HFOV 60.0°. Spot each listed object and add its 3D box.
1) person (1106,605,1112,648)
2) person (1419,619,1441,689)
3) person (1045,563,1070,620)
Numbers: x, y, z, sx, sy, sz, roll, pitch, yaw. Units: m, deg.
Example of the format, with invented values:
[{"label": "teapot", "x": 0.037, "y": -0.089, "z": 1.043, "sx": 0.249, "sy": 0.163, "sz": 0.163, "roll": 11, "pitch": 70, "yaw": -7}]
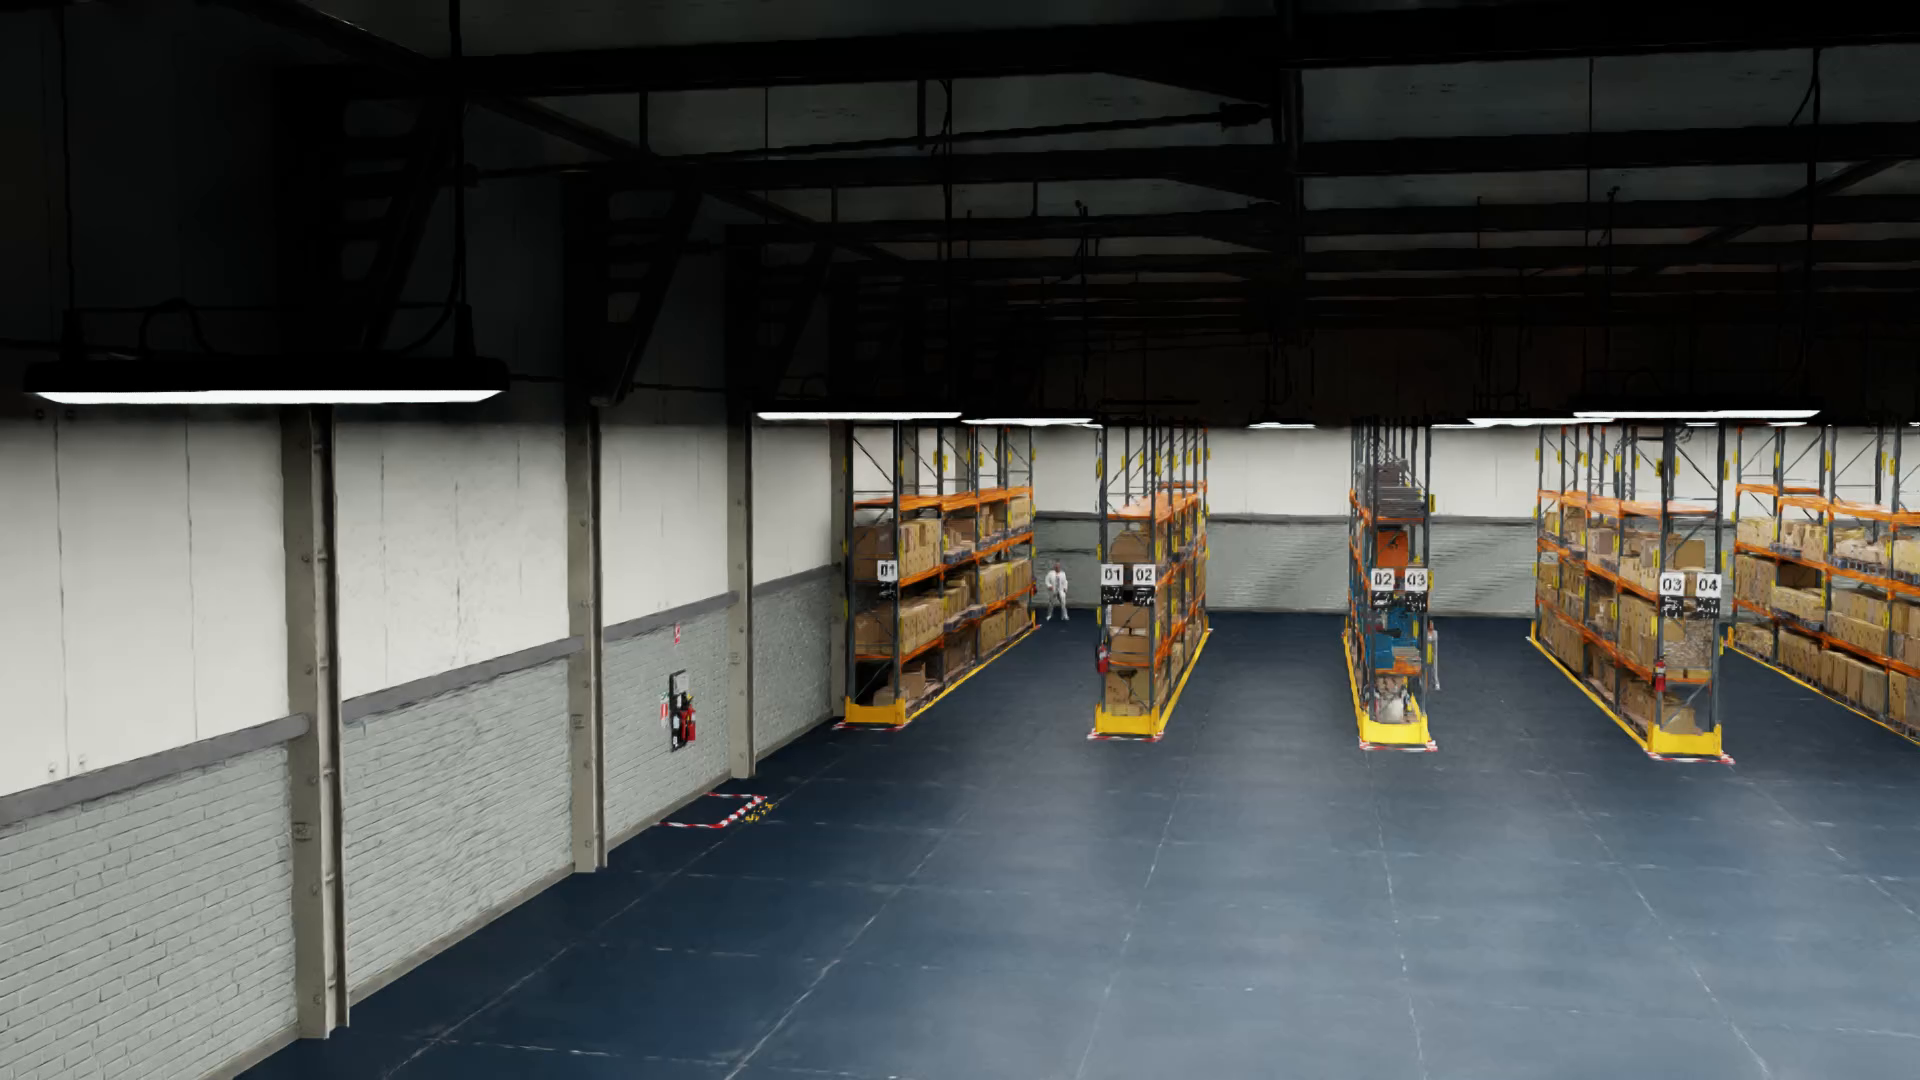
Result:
[{"label": "person", "x": 3.805, "y": 2.129, "z": 41.849, "sx": 0.639, "sy": 1.631, "sz": 0.494, "roll": 1, "pitch": 4, "yaw": 11}, {"label": "person", "x": 10.344, "y": 2.499, "z": 36.684, "sx": 0.412, "sy": 1.533, "sz": 0.955, "roll": 0, "pitch": 4, "yaw": 4}, {"label": "person", "x": 2.900, "y": 1.529, "z": 49.987, "sx": 0.735, "sy": 1.712, "sz": 0.888, "roll": 0, "pitch": 4, "yaw": -5}]
